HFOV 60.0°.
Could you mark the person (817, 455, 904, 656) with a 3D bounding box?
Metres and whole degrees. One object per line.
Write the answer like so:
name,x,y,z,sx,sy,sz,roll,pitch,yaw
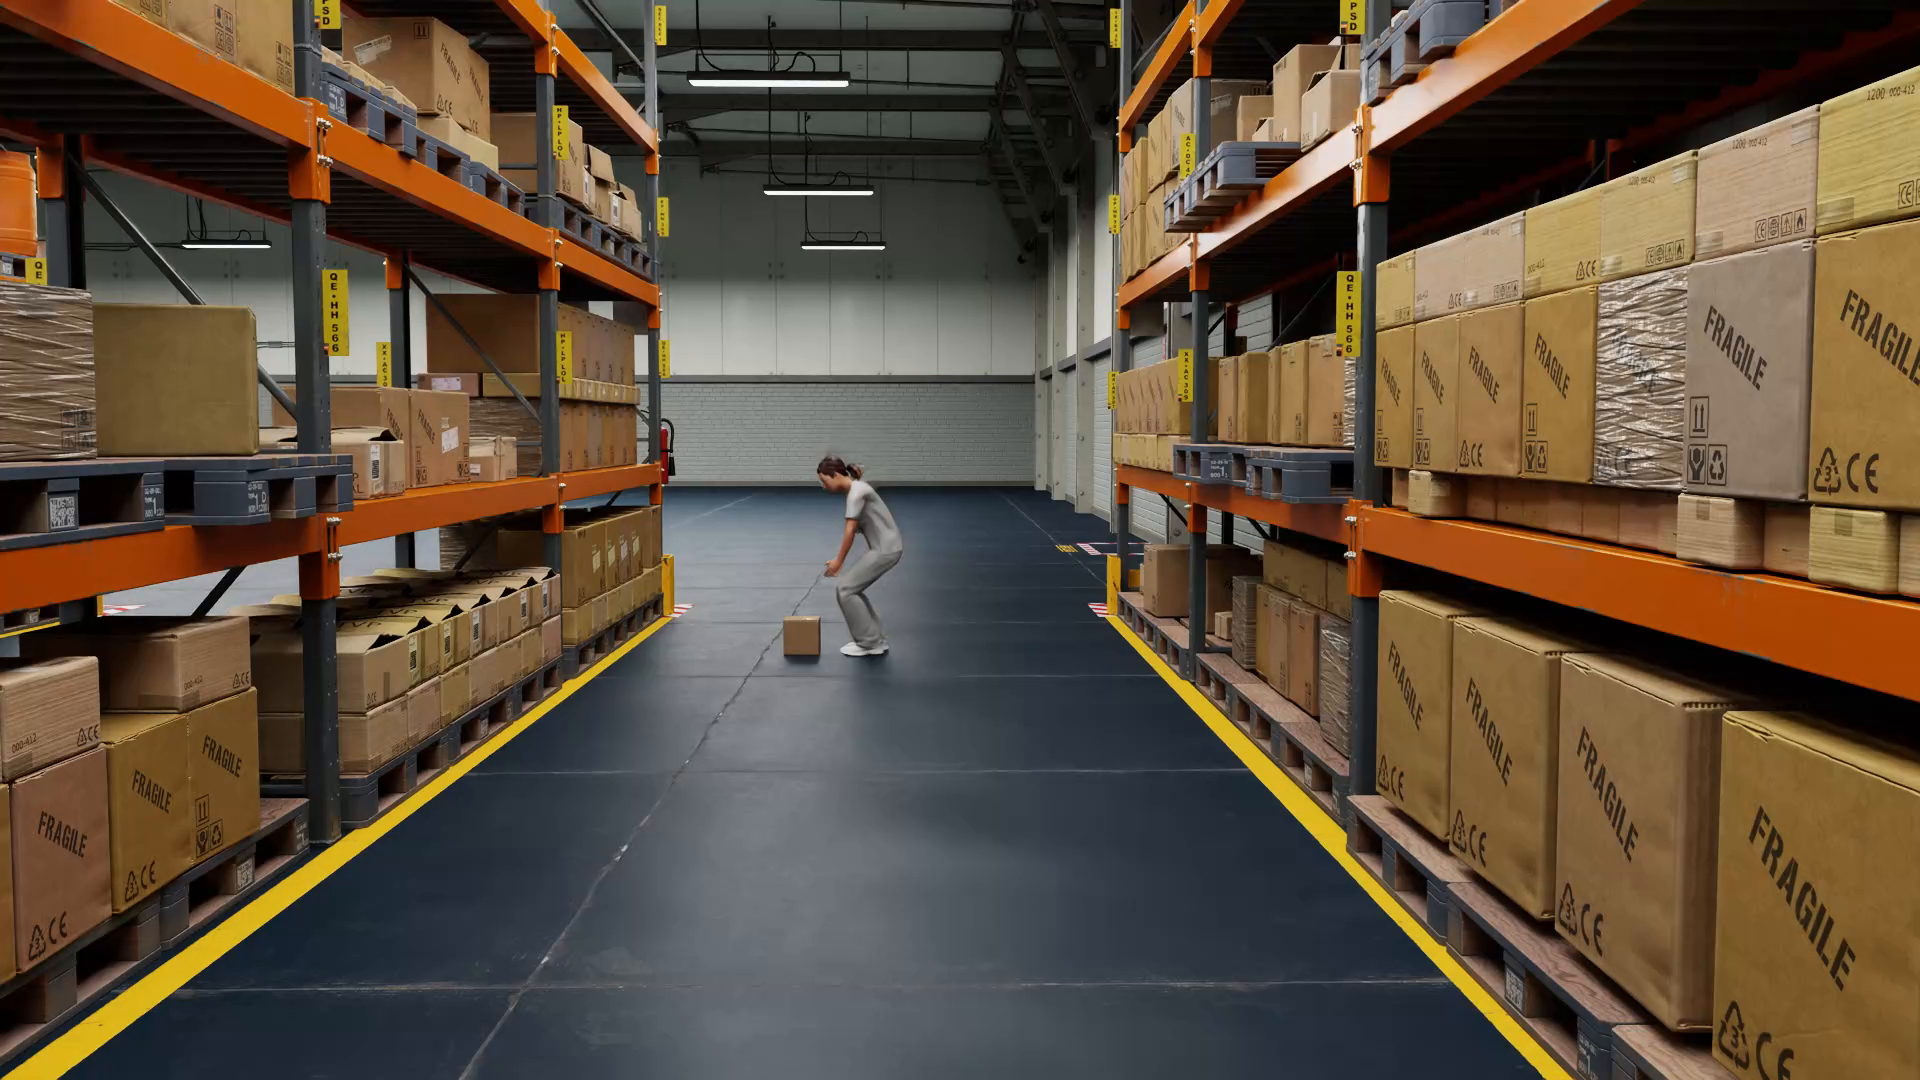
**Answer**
person,-0.709,0.107,11.843,0.616,1.417,0.490,0,4,-1
